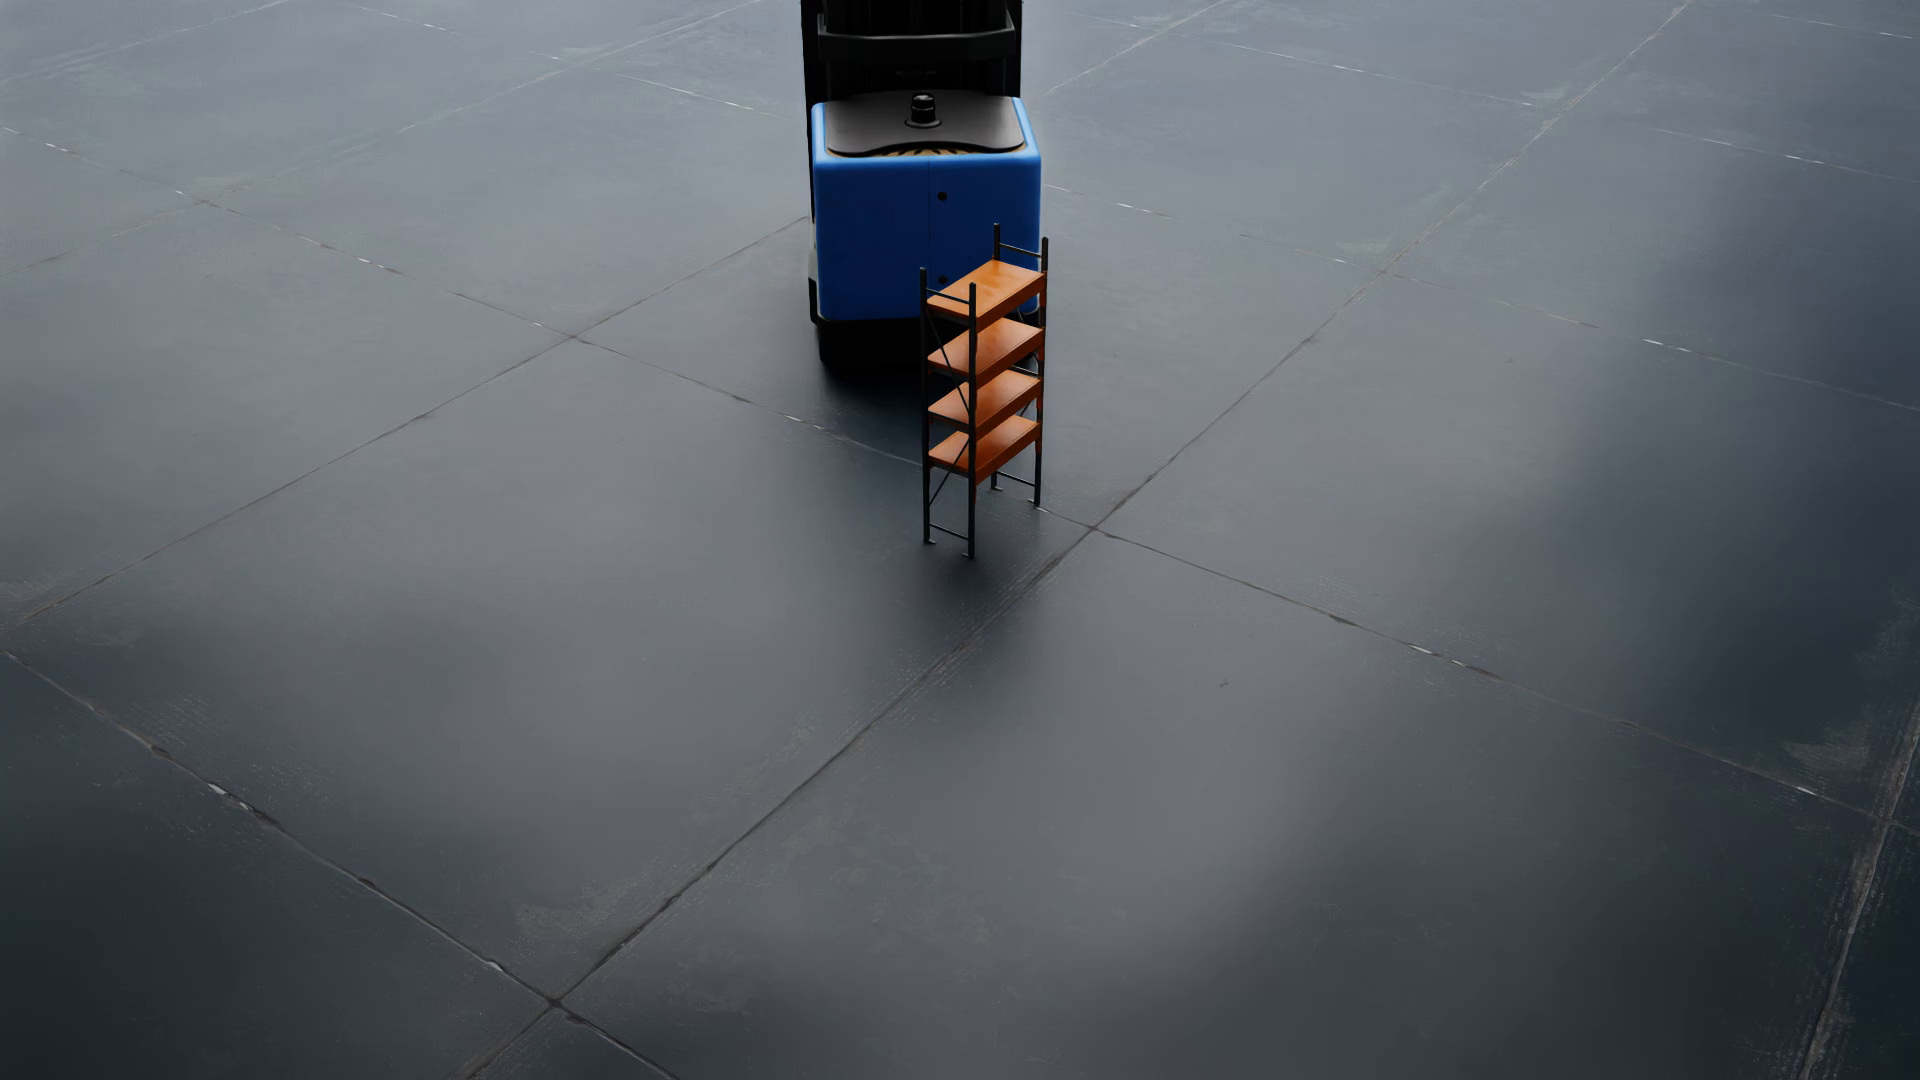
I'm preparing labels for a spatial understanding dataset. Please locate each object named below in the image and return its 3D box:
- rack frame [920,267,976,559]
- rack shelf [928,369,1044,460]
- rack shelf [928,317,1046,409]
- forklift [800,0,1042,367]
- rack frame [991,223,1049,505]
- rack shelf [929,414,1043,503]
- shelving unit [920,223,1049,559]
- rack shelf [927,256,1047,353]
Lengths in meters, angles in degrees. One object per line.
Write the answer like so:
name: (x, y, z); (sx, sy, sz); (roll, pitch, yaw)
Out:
rack frame: (-0.045, -0.461, 6.361); (0.240, 1.200, 0.015); (21, 39, 28)
rack shelf: (0.094, -0.517, 6.564); (0.258, 0.148, 0.480); (21, 39, 28)
rack shelf: (0.094, -0.703, 6.439); (0.258, 0.148, 0.480); (21, 39, 28)
forklift: (-0.260, -2.831, 8.319); (1.130, 2.935, 3.031); (-3, 34, -4)
rack frame: (0.234, -0.686, 6.693); (0.240, 1.200, 0.015); (21, 39, 28)
rack shelf: (0.094, -0.353, 6.675); (0.258, 0.148, 0.480); (21, 39, 28)
shelving unit: (0.094, -0.573, 6.527); (0.258, 1.200, 0.503); (21, 39, 28)
rack shelf: (0.094, -0.899, 6.306); (0.258, 0.148, 0.480); (21, 39, 28)
